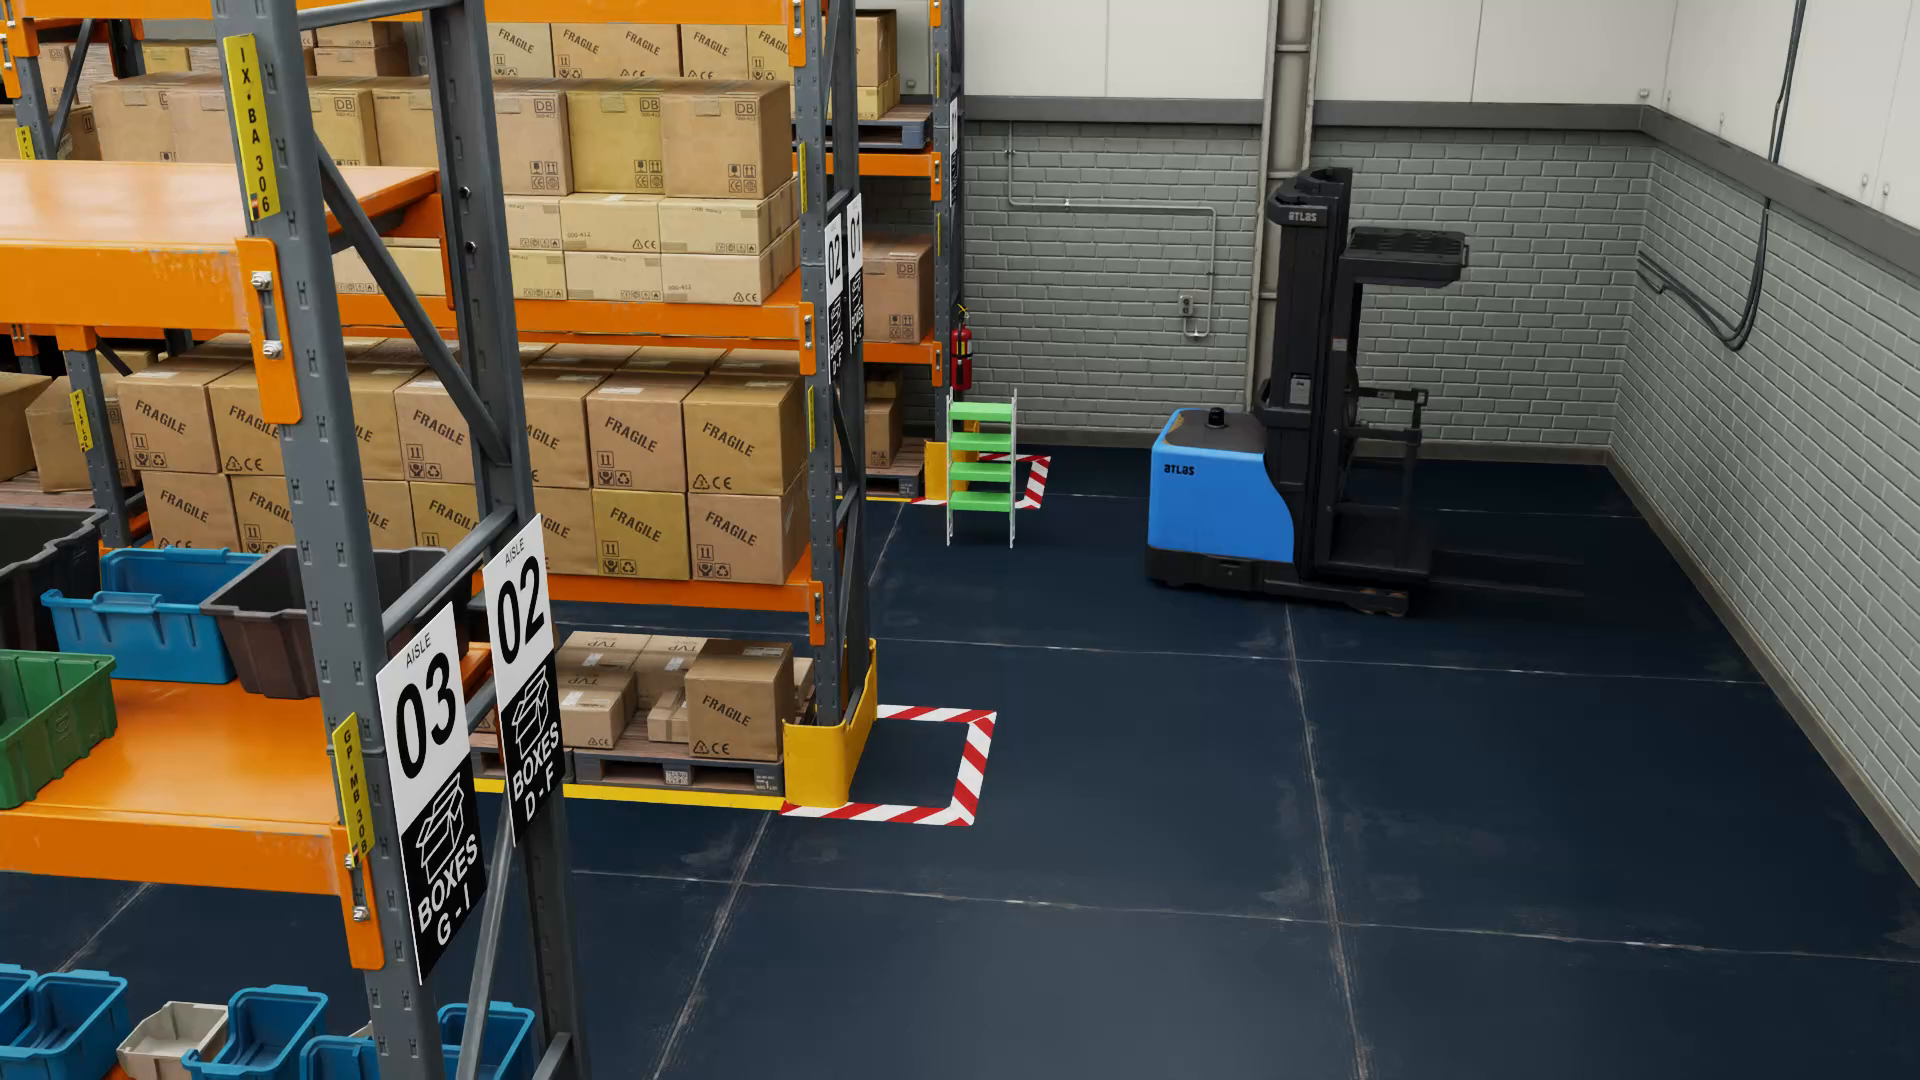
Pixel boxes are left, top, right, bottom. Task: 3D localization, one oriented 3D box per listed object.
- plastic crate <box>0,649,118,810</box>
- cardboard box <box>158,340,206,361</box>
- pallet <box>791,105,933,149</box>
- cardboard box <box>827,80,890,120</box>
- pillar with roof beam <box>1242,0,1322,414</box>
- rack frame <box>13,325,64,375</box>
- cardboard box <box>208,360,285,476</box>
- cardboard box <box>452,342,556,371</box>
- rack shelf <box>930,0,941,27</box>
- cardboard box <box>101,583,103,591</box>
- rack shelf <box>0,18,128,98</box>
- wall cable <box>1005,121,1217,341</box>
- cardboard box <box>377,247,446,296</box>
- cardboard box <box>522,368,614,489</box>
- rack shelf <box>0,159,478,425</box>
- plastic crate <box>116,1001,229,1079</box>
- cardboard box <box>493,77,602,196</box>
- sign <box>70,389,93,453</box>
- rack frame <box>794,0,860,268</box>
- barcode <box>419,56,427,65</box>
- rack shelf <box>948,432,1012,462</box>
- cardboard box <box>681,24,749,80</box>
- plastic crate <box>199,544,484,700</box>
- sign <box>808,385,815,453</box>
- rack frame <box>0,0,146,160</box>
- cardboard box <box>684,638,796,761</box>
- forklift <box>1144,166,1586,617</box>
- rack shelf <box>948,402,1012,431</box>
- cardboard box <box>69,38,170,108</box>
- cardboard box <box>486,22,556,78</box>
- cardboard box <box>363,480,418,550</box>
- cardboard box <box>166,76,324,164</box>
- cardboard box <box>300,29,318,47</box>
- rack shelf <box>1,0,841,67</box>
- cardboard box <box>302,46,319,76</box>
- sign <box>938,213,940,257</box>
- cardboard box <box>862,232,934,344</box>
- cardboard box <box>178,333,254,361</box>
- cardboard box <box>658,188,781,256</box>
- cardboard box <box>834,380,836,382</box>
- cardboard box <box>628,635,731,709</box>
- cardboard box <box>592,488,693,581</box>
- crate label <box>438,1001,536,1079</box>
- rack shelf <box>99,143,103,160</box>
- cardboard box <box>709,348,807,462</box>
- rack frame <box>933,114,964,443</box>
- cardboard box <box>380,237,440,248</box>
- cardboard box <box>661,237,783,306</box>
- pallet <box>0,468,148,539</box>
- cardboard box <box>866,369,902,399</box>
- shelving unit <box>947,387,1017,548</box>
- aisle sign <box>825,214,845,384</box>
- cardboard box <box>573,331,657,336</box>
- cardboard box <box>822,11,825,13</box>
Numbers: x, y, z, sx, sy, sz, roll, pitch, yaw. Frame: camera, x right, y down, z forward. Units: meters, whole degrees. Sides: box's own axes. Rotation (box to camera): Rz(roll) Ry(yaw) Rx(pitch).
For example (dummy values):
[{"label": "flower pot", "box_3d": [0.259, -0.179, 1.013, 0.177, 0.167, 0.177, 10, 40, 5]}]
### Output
[{"label": "plastic crate", "box_3d": [-2.263, 0.446, 3.939, 0.336, 0.188, 0.450, 2, 22, 6]}, {"label": "cardboard box", "box_3d": [-6.445, -1.358, 14.647, 0.750, 0.750, 0.750, 2, 22, 6]}, {"label": "pallet", "box_3d": [-0.822, -3.318, 13.293, 1.213, 0.211, 1.003, 2, 22, 6]}, {"label": "cardboard box", "box_3d": [-0.843, -3.438, 12.972, 0.500, 0.250, 0.500, 3, 22, 8]}, {"label": "pillar with roof beam", "box_3d": [2.192, -3.353, 9.181, 0.400, 9.000, 9.100, 2, 22, 6]}, {"label": "rack frame", "box_3d": [-8.029, -2.282, 14.632, 0.127, 3.000, 1.000, 2, 22, 6]}, {"label": "cardboard box", "box_3d": [-3.689, -0.666, 9.050, 0.500, 0.500, 0.500, 2, 22, 5]}, {"label": "cardboard box", "box_3d": [-2.594, -0.819, 9.436, 0.500, 0.500, 0.500, 2, 22, 6]}, {"label": "rack shelf", "box_3d": [-2.070, -4.292, 13.078, 4.000, 0.370, 1.077, 2, 22, 6]}, {"label": "cardboard box", "box_3d": [-5.088, 0.548, 10.276, 0.500, 0.500, 0.500, 2, 22, 4]}, {"label": "rack shelf", "box_3d": [-6.622, -2.656, 8.941, 4.000, 0.370, 1.077, 2, 22, 6]}, {"label": "wall cable", "box_3d": [1.299, -2.698, 14.303, 1.851, 1.984, 0.084, 2, 22, 6]}, {"label": "cardboard box", "box_3d": [-2.693, -1.448, 8.648, 0.500, 0.250, 0.500, 2, 22, 6]}, {"label": "cardboard box", "box_3d": [-2.155, -0.600, 8.881, 0.500, 0.500, 0.500, 3, 22, 8]}, {"label": "rack shelf", "box_3d": [-3.236, -0.675, 3.929, 4.000, 0.370, 1.077, 2, 22, 6]}, {"label": "plastic crate", "box_3d": [-2.439, 1.572, 5.162, 0.298, 0.136, 0.250, 2, 22, 6]}, {"label": "cardboard box", "box_3d": [-2.171, -2.085, 8.558, 0.500, 0.500, 0.700, 2, 22, 6]}, {"label": "sign", "box_3d": [-4.698, -0.636, 8.894, 0.005, 0.325, 0.100, 2, 22, 6]}, {"label": "rack frame", "box_3d": [-0.664, -2.917, 8.079, 0.127, 3.000, 1.000, 2, 22, 6]}, {"label": "barcode", "box_3d": [-4.467, -3.990, 13.839, 0.075, 0.075, 0.001, 4, 22, 11]}, {"label": "rack shelf", "box_3d": [0.164, -0.715, 12.636, 0.480, 0.148, 0.258, 2, 22, 6]}, {"label": "cardboard box", "box_3d": [-1.858, -3.829, 12.942, 0.500, 0.500, 0.500, 2, 22, 4]}, {"label": "plastic crate", "box_3d": [-1.600, 0.229, 4.380, 0.590, 0.269, 0.497, 2, 22, 6]}, {"label": "sign", "box_3d": [-0.749, -0.611, 8.400, 0.005, 0.325, 0.100, 2, 22, 6]}, {"label": "rack frame", "box_3d": [-4.636, -3.090, 8.516, 0.127, 3.000, 1.000, 2, 22, 6]}, {"label": "cardboard box", "box_3d": [-1.233, 0.897, 9.392, 0.500, 0.500, 0.500, 2, 22, 6]}, {"label": "forklift", "box_3d": [2.920, -1.045, 11.596, 3.031, 2.935, 1.130, 6, 22, 16]}, {"label": "rack shelf", "box_3d": [0.164, -0.938, 12.548, 0.480, 0.148, 0.258, 2, 22, 6]}, {"label": "cardboard box", "box_3d": [-7.008, -3.924, 13.972, 0.500, 0.500, 0.700, 1, 22, 3]}, {"label": "cardboard box", "box_3d": [-3.382, -3.892, 13.100, 0.500, 0.500, 0.500, 2, 22, 6]}, {"label": "cardboard box", "box_3d": [-3.156, -0.182, 9.184, 0.500, 0.500, 0.500, 2, 22, 6]}, {"label": "cardboard box", "box_3d": [-3.669, -2.126, 8.662, 0.500, 0.500, 0.700, 2, 22, 6]}, {"label": "cardboard box", "box_3d": [-5.465, -4.208, 13.670, 0.500, 0.250, 0.500, 2, 22, 5]}, {"label": "rack shelf", "box_3d": [-2.650, -2.668, 8.430, 4.000, 0.370, 1.077, 2, 22, 6]}, {"label": "cardboard box", "box_3d": [-5.478, -3.834, 13.743, 0.500, 0.500, 0.700, 2, 22, 5]}, {"label": "sign", "box_3d": [-0.162, -2.387, 13.001, 0.005, 0.325, 0.100, 2, 22, 6]}, {"label": "cardboard box", "box_3d": [-0.592, -2.094, 13.748, 0.700, 0.700, 0.980, 3, 22, 9]}, {"label": "cardboard box", "box_3d": [-4.103, -0.884, 9.601, 0.500, 0.500, 0.500, 3, 22, 7]}, {"label": "cardboard box", "box_3d": [-1.204, -1.614, 8.387, 0.500, 0.250, 0.500, 2, 22, 6]}, {"label": "cardboard box", "box_3d": [-1.194, -1.214, 13.877, 0.250, 0.149, 0.380, 3, 22, 8]}, {"label": "cardboard box", "box_3d": [-1.667, 0.798, 9.982, 0.500, 0.250, 0.500, 2, 22, 6]}, {"label": "cardboard box", "box_3d": [-1.656, -0.115, 9.014, 0.500, 0.500, 0.500, 3, 22, 7]}, {"label": "crate label", "box_3d": [-1.457, 1.600, 4.958, 0.303, 0.233, 0.416, 2, 22, 6]}, {"label": "rack shelf", "box_3d": [-6.043, -3.256, 13.994, 4.000, 0.370, 1.077, 2, 22, 6]}, {"label": "cardboard box", "box_3d": [-1.073, -0.754, 9.271, 0.500, 0.500, 0.500, 3, 22, 8]}, {"label": "rack frame", "box_3d": [-0.084, -1.936, 13.757, 0.127, 3.000, 1.000, 2, 22, 6]}, {"label": "cardboard box", "box_3d": [-2.694, -1.678, 8.548, 0.500, 0.250, 0.500, 2, 22, 6]}, {"label": "cardboard box", "box_3d": [-1.205, -1.378, 8.470, 0.500, 0.250, 0.500, 2, 22, 6]}, {"label": "pallet", "box_3d": [-5.417, -0.285, 9.843, 1.213, 0.211, 1.003, 2, 22, 6]}, {"label": "cardboard box", "box_3d": [-0.644, -1.332, 14.175, 0.250, 0.149, 0.380, 3, 22, 7]}, {"label": "shelving unit", "box_3d": [0.164, -0.551, 12.701, 0.503, 1.200, 0.258, 2, 22, 6]}, {"label": "aisle sign", "box_3d": [-0.632, -1.221, 8.413, 0.004, 0.787, 0.394, 2, 22, 6]}, {"label": "cardboard box", "box_3d": [-2.796, -2.185, 13.980, 0.700, 0.700, 0.980, 2, 22, 5]}, {"label": "cardboard box", "box_3d": [-1.305, -3.997, 13.367, 0.500, 0.500, 0.500, 2, 22, 5]}]
